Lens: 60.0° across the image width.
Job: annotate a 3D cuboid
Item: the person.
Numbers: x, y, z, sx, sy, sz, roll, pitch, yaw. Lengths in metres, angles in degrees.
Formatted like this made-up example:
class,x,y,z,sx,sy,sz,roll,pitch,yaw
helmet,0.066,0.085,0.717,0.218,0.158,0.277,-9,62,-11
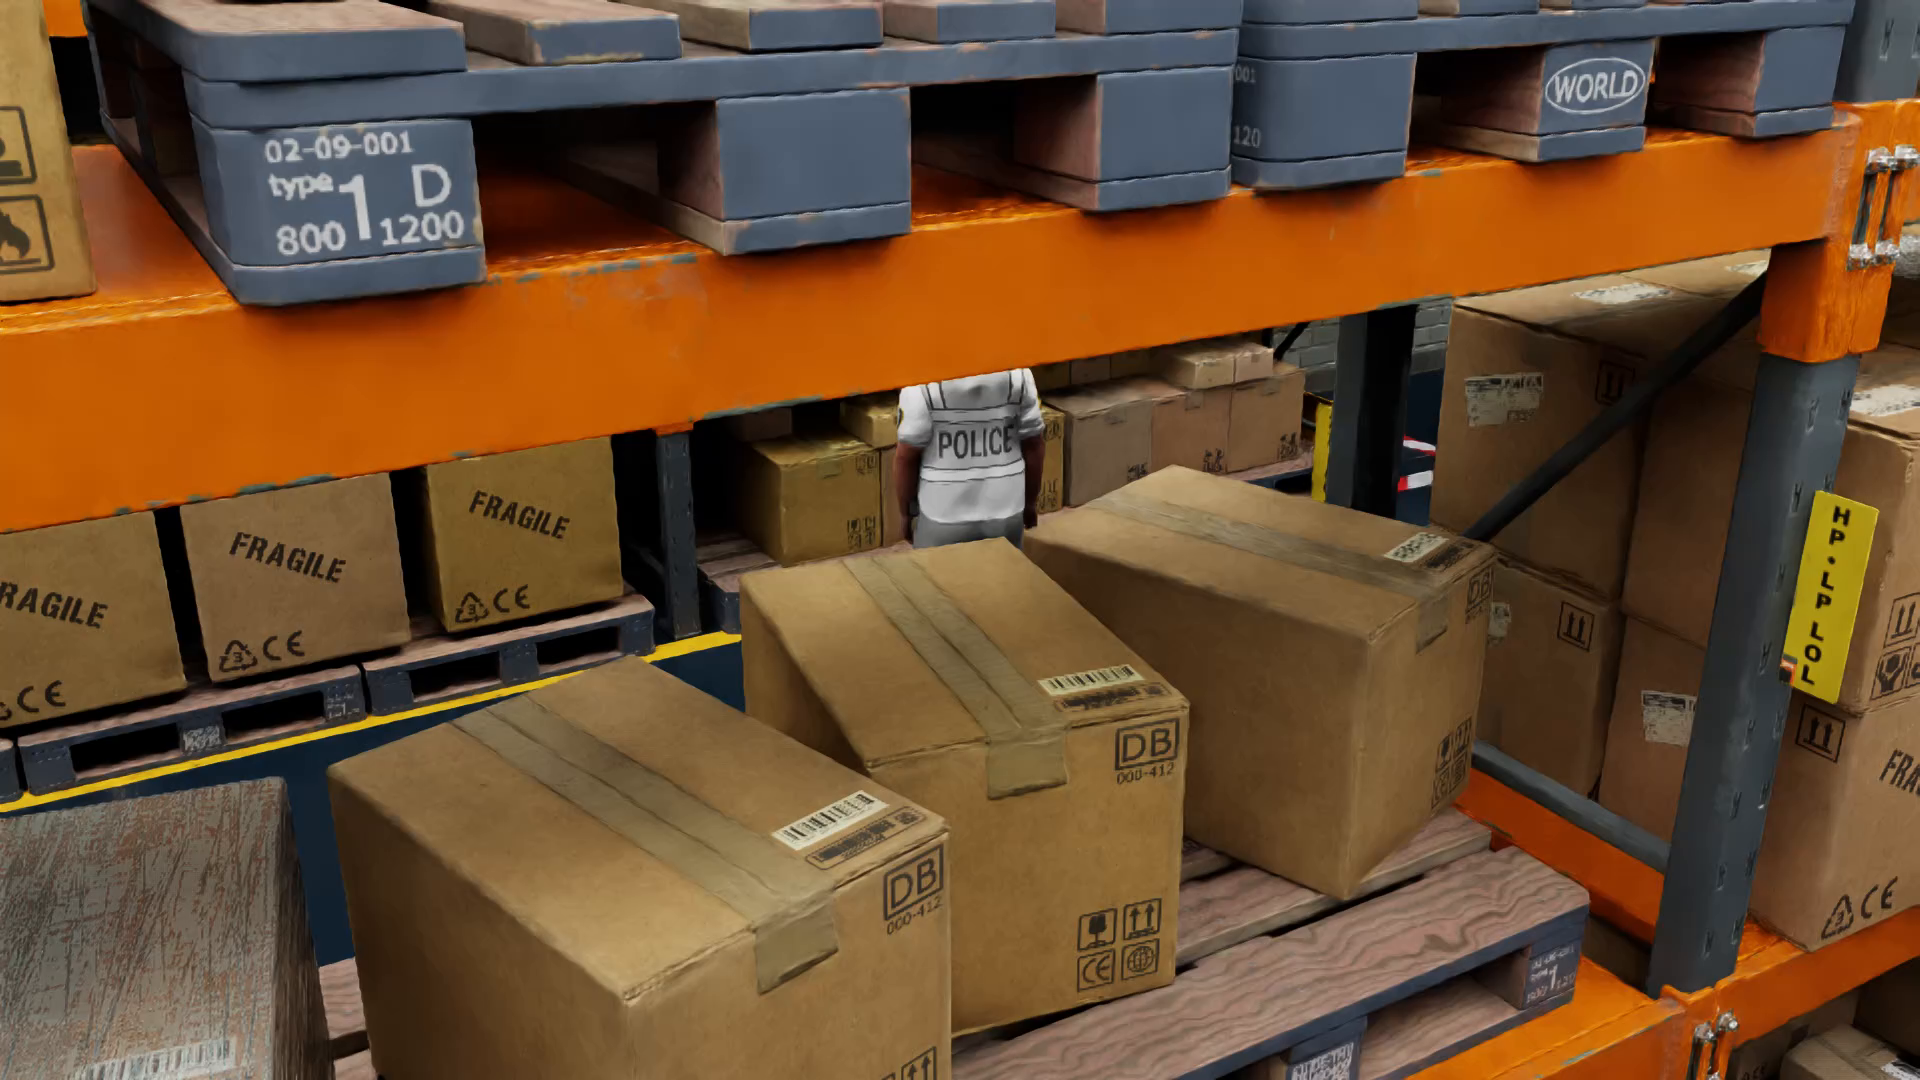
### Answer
class,x,y,z,sx,sy,sz,roll,pitch,yaw
person,0.025,-0.095,6.304,0.589,1.801,0.442,-6,22,-15
